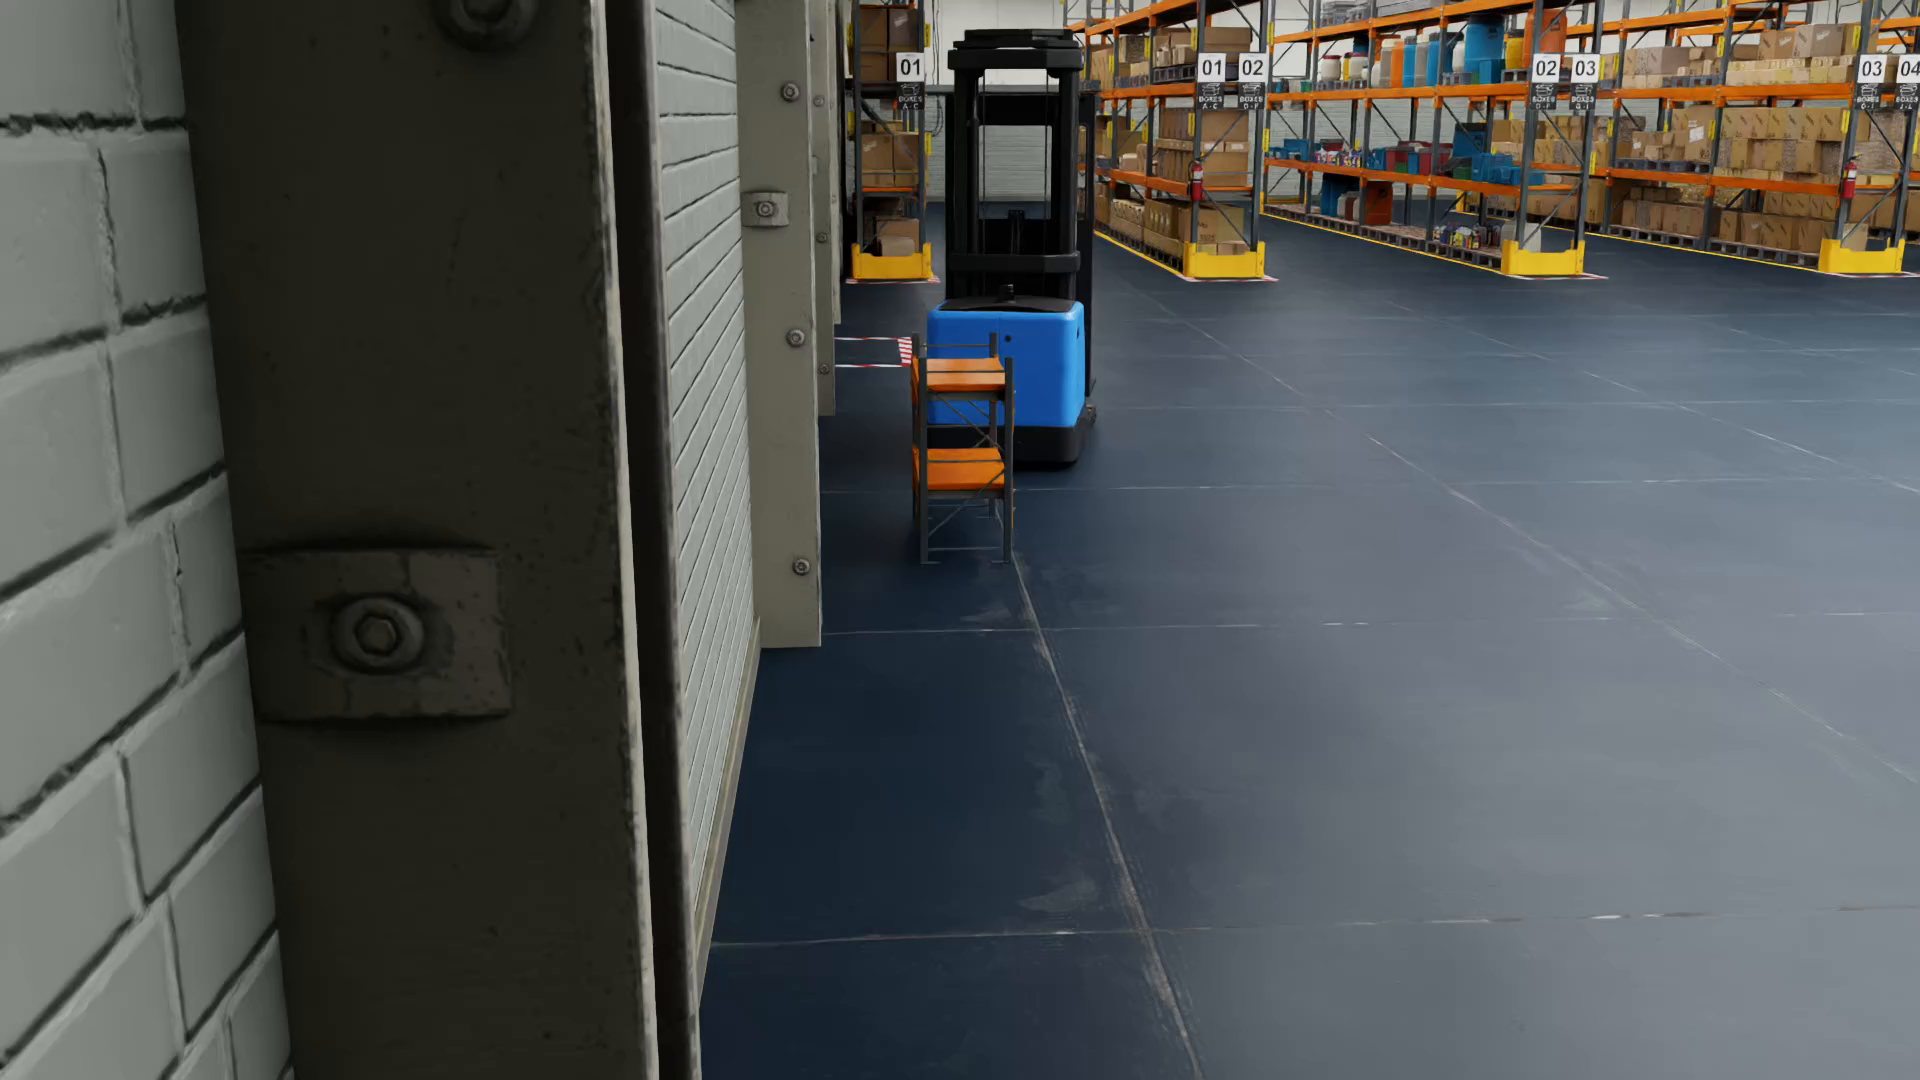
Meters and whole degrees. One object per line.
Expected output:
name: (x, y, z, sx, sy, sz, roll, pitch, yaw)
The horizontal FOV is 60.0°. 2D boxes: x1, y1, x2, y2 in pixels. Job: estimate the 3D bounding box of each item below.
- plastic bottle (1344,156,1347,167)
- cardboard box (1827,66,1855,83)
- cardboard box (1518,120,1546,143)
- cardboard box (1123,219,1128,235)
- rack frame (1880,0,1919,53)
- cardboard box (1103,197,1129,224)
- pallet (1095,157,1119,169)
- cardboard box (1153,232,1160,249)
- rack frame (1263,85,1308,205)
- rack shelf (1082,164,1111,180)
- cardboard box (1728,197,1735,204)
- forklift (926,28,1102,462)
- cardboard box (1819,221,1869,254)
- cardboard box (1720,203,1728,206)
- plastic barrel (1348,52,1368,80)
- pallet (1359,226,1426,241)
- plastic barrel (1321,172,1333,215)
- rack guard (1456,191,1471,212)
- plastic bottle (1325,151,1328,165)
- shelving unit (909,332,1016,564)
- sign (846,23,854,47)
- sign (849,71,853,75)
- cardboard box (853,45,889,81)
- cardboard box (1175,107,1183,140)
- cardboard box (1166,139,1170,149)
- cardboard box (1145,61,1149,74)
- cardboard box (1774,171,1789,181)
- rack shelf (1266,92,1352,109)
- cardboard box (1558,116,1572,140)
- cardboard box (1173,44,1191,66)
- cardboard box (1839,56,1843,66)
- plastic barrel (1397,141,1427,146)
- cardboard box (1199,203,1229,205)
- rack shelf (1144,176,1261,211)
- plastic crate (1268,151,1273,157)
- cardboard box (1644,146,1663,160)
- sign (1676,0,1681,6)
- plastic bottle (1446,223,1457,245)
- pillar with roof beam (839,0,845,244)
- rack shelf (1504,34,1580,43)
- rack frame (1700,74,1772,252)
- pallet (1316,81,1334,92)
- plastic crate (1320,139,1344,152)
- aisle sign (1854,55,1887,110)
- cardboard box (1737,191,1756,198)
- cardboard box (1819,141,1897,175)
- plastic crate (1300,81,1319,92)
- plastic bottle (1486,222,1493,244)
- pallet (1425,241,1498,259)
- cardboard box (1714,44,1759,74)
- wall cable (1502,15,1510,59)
plastic bottle: (7.882, -7.723, 33.922, 0.097, 0.201, 0.097, 0, 14, 0)
cardboard box: (13.534, -7.052, 25.197, 0.500, 0.250, 0.500, -1, 14, -2)
cardboard box: (12.778, -9.085, 37.017, 0.500, 0.500, 0.500, 0, 14, -2)
cardboard box: (3.275, -5.749, 30.526, 0.500, 0.250, 0.500, -1, 14, -2)
rack frame: (22.717, -12.594, 40.414, 1.000, 3.000, 0.127, -1, 14, -3)
cardboard box: (3.142, -6.625, 33.390, 0.500, 0.500, 0.500, 0, 14, -1)
pallet: (3.322, -7.468, 32.918, 1.213, 0.211, 1.003, -1, 14, -3)
cardboard box: (3.460, -4.902, 27.234, 0.500, 0.250, 0.500, -1, 14, -3)
rack frame: (7.883, -9.459, 40.270, 1.000, 3.000, 0.127, -1, 14, -3)
rack shelf: (3.310, -7.543, 34.266, 1.077, 0.370, 4.000, -1, 14, -3)
cardboard box: (17.665, -7.699, 37.713, 0.380, 0.149, 0.250, -2, 15, -6)
forklift: (0.471, -2.268, 12.458, 1.130, 2.935, 3.031, 2, 15, 8)
cardboard box: (13.795, -4.705, 25.965, 0.500, 0.500, 0.500, 2, 15, 7)
cardboard box: (17.653, -7.638, 38.070, 0.380, 0.149, 0.250, -1, 14, -5)
plastic barrel: (8.118, -9.630, 33.799, 0.433, 0.535, 0.433, 0, 14, 0)
pallet: (8.387, -5.926, 32.133, 1.003, 0.211, 1.213, -1, 14, -3)
plastic barrel: (8.147, -7.516, 36.086, 0.600, 0.901, 0.708, -1, 14, -3)
rack guard: (12.825, -8.331, 40.902, 1.175, 0.500, 0.348, -1, 14, -3)
plastic bottle: (7.782, -8.089, 35.180, 0.061, 0.283, 0.133, -1, 14, -3)
shelving unit: (0.000, -0.546, 9.393, 0.538, 1.125, 1.048, -1, 14, -3)
sign: (-1.569, -7.205, 23.712, 0.100, 0.325, 0.005, -1, 14, -3)
sign: (-2.311, -10.044, 35.326, 0.100, 0.325, 0.005, -1, 14, -3)
cardboard box: (-1.293, -6.938, 24.209, 0.500, 0.500, 0.500, 0, 14, 1)
cardboard box: (3.809, -6.591, 26.319, 0.700, 0.500, 0.500, -1, 14, -3)
cardboard box: (3.570, -6.438, 27.025, 0.380, 0.149, 0.250, -1, 14, -5)
cardboard box: (3.625, -8.459, 29.821, 0.500, 0.250, 0.500, -2, 15, -8)
cardboard box: (13.396, -5.874, 26.839, 0.380, 0.149, 0.250, -1, 14, -3)
rack shelf: (8.006, -10.066, 38.053, 1.077, 0.370, 4.000, -1, 14, -3)
cardboard box: (13.153, -8.745, 35.282, 0.797, 0.503, 0.637, -1, 14, -3)
cardboard box: (3.561, -7.506, 25.713, 0.500, 0.311, 0.500, 1, 14, 3)
cardboard box: (13.590, -7.260, 25.205, 0.380, 0.149, 0.250, -1, 14, -5)
plastic barrel: (8.709, -7.425, 32.090, 0.600, 0.536, 0.708, -1, 14, -3)
cardboard box: (4.028, -5.149, 26.689, 0.500, 0.500, 0.500, -1, 14, -3)
rack shelf: (3.806, -5.553, 26.534, 1.077, 0.370, 4.000, -1, 14, -3)
plastic crate: (7.507, -9.213, 39.722, 0.250, 0.136, 0.298, -1, 14, -3)
cardboard box: (13.196, -7.256, 31.167, 0.500, 0.250, 0.500, -1, 14, -5)
sign: (17.241, -12.975, 39.861, 0.100, 0.325, 0.005, -1, 14, -3)
plastic bottle: (8.274, -5.151, 27.958, 0.144, 0.351, 0.185, -1, 15, -6)
pillar with roof beam: (2.004, -9.952, 30.145, 9.100, 9.000, 0.400, -1, 14, -3)
rack shelf: (12.950, -11.401, 38.026, 1.077, 0.370, 4.000, -1, 14, -3)
rack frame: (13.569, -6.551, 28.968, 1.000, 3.000, 0.127, -1, 14, -3)
pallet: (8.276, -9.632, 35.301, 1.213, 0.211, 1.003, -1, 14, -3)
plastic crate: (8.325, -8.750, 37.266, 0.402, 0.464, 0.583, -1, 14, -3)
aisle sign: (13.522, -6.795, 24.700, 0.394, 0.787, 0.004, -1, 14, -3)
cardboard box: (17.749, -7.787, 37.458, 0.380, 0.149, 0.250, 0, 14, -2)
cardboard box: (13.811, -5.886, 25.585, 0.875, 0.500, 0.500, -1, 14, -3)
plastic crate: (7.755, -10.057, 36.911, 0.416, 0.233, 0.300, -1, 14, -3)
plastic bottle: (8.965, -5.201, 28.155, 0.144, 0.351, 0.185, -2, 15, -6)
pallet: (8.626, -4.956, 28.366, 1.003, 0.211, 1.213, -1, 14, -3)
cardboard box: (13.639, -8.376, 28.989, 0.797, 0.503, 0.637, -2, 15, -6)
wall cable: (15.916, -15.458, 45.091, 2.277, 5.999, 0.120, -1, 14, -3)
